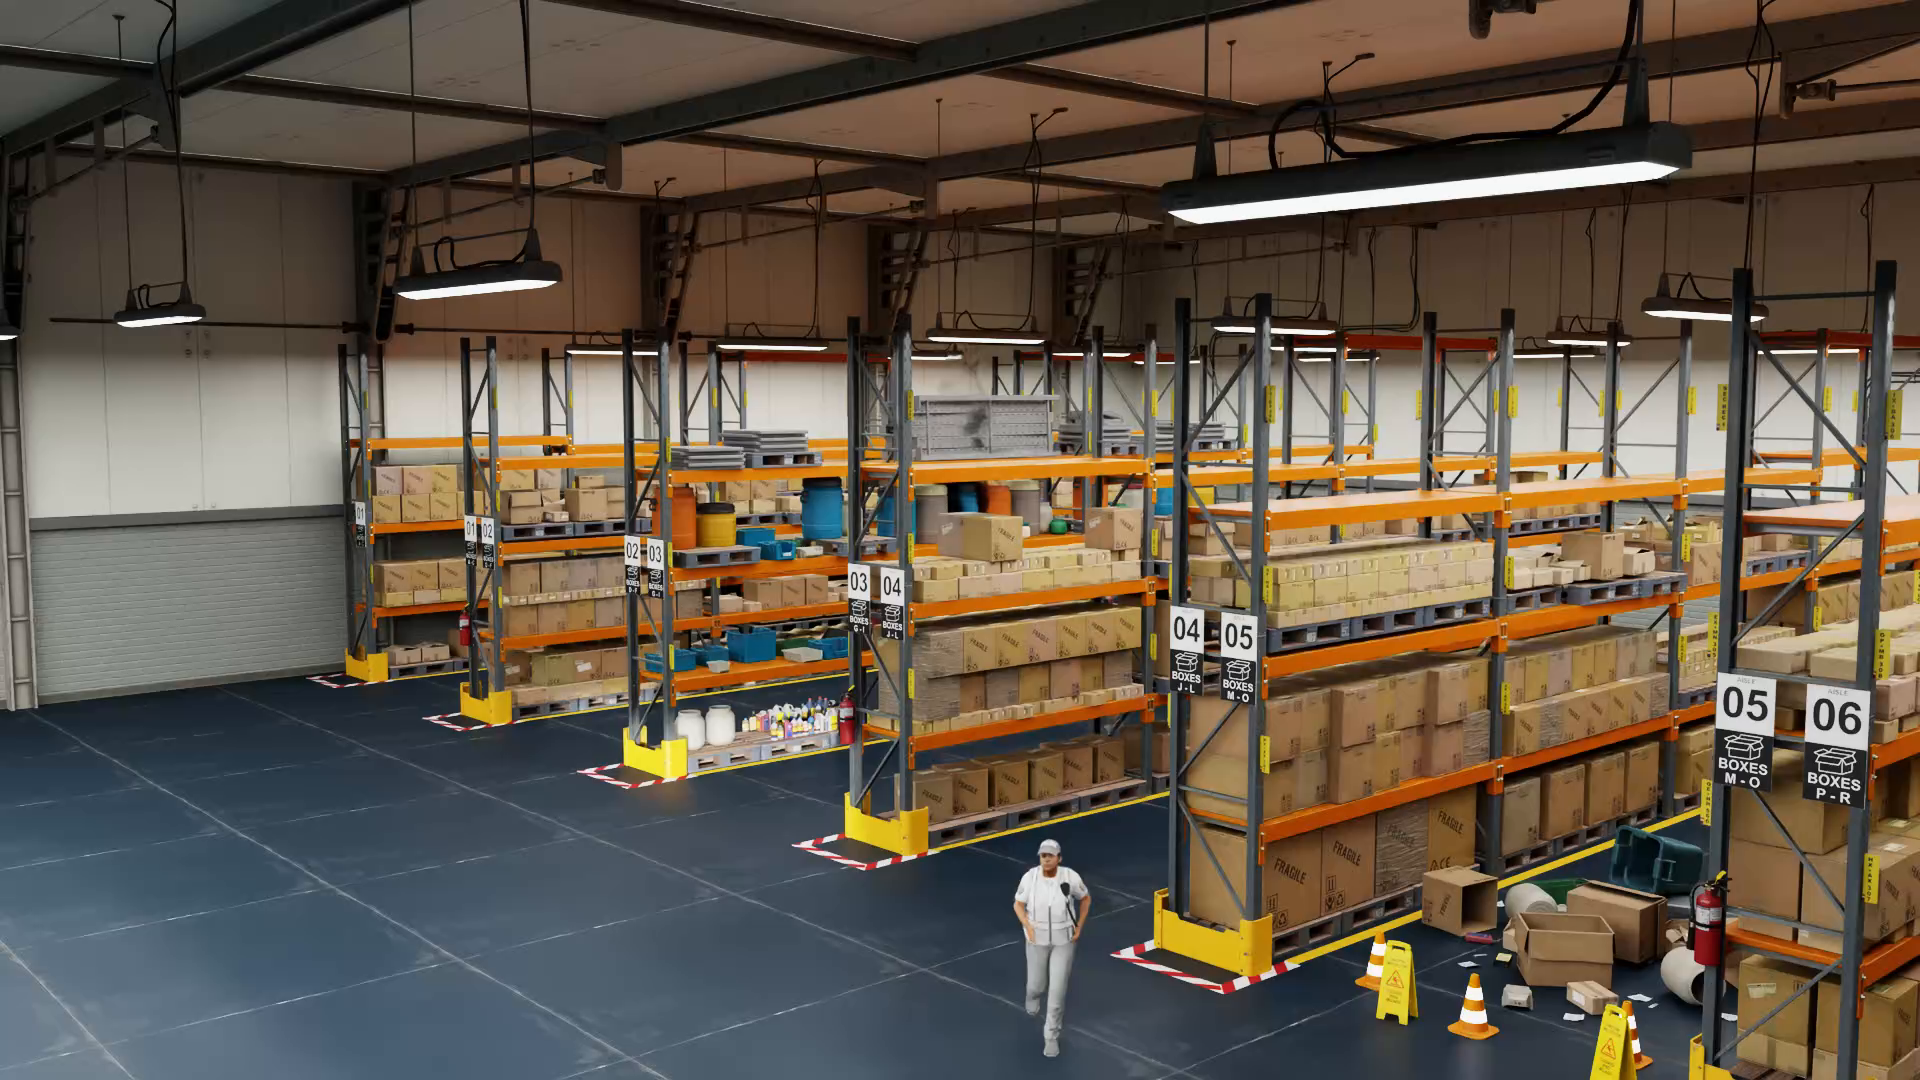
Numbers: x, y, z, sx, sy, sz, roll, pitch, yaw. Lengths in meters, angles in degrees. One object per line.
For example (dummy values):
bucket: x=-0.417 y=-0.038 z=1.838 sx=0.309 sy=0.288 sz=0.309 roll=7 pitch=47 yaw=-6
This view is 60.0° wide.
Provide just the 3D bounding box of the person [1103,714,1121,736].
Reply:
person: x=2.100 y=1.954 z=23.733 sx=0.662 sy=1.710 sz=0.584 roll=-4 pitch=7 yaw=-41

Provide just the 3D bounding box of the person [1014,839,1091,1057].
person: x=0.734 y=3.182 z=13.217 sx=0.614 sy=1.664 sz=0.712 roll=0 pitch=5 yaw=5

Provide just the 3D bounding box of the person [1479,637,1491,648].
person: x=7.854 y=2.107 z=24.440 sx=1.146 sy=1.777 sz=0.626 roll=-4 pitch=7 yaw=-40

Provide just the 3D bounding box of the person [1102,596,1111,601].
person: x=2.687 y=1.372 z=32.358 sx=0.641 sy=1.754 sz=0.667 roll=4 pitch=6 yaw=35
